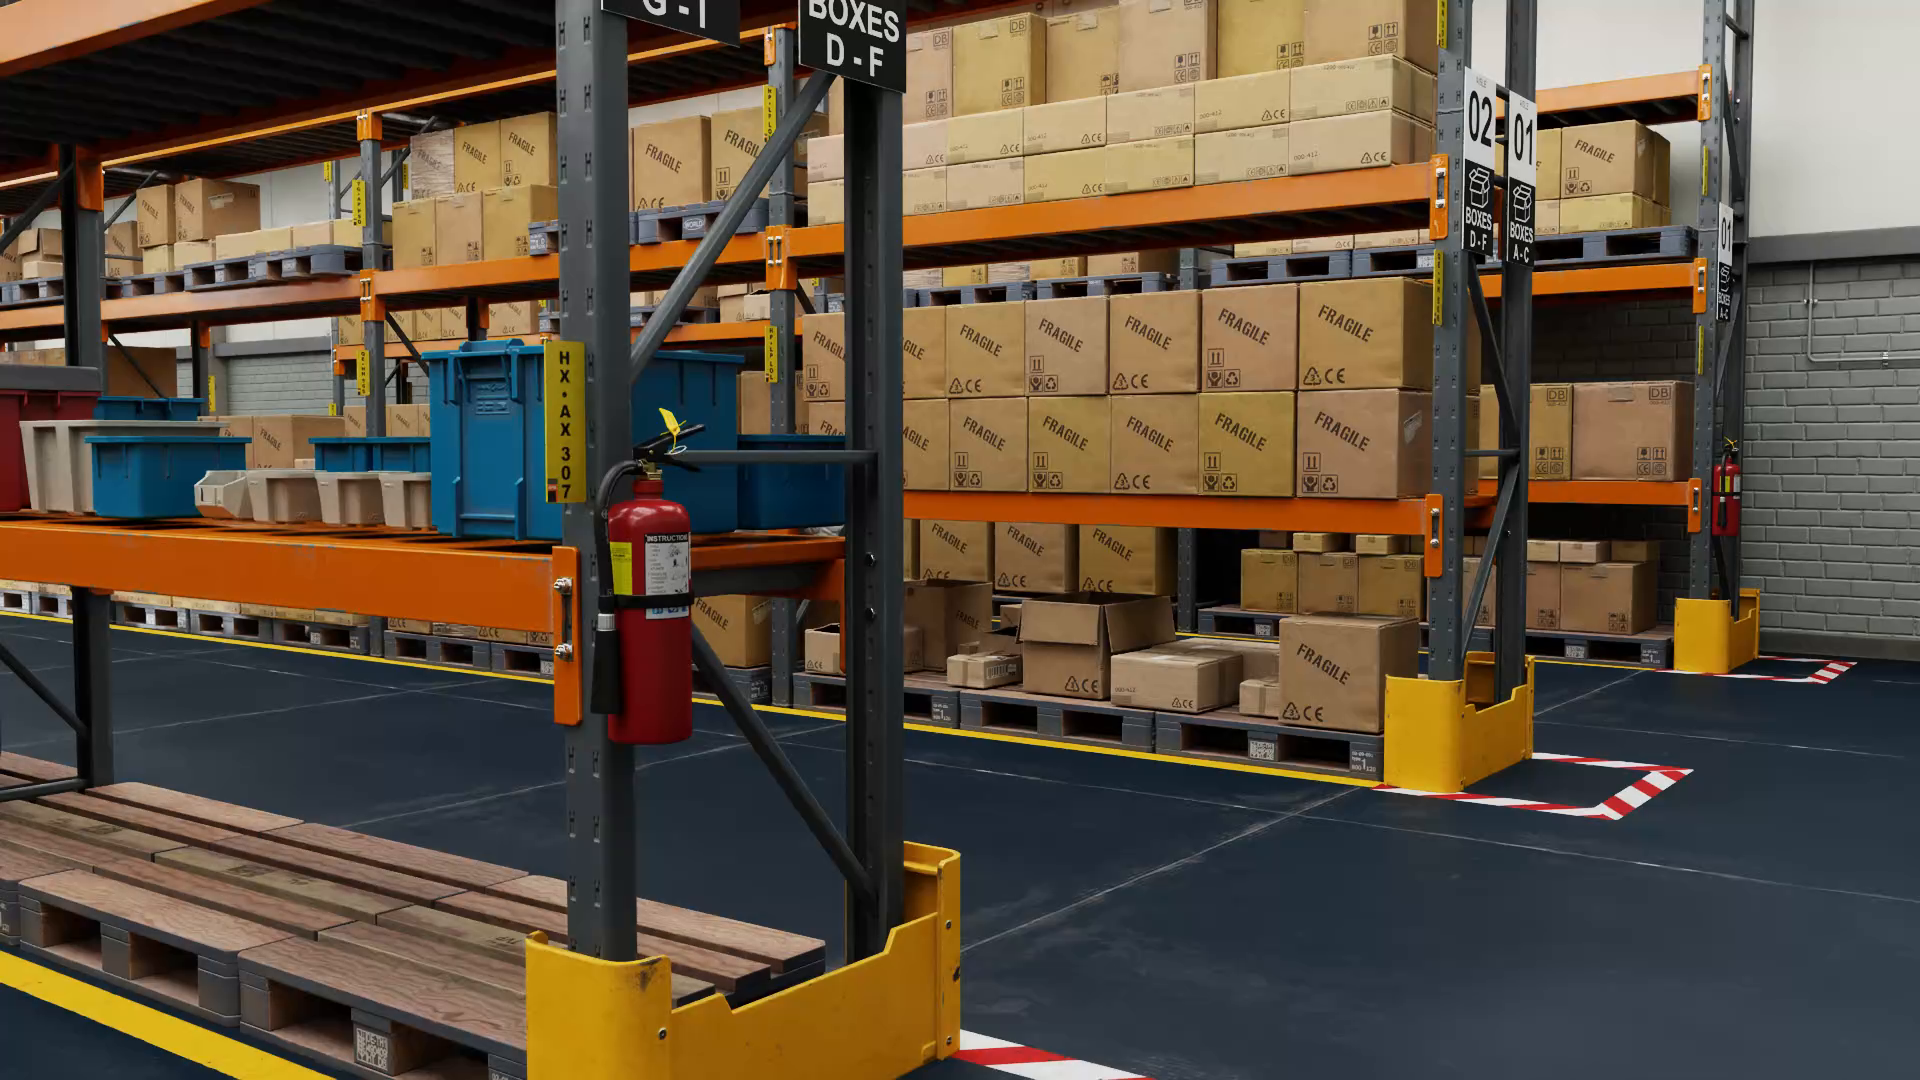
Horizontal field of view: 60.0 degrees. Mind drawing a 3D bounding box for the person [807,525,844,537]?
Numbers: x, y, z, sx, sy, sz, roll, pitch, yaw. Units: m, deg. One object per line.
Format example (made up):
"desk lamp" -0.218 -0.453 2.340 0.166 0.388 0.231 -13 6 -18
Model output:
"person" -1.113 -0.173 14.730 0.545 1.795 0.355 -3 4 -42
